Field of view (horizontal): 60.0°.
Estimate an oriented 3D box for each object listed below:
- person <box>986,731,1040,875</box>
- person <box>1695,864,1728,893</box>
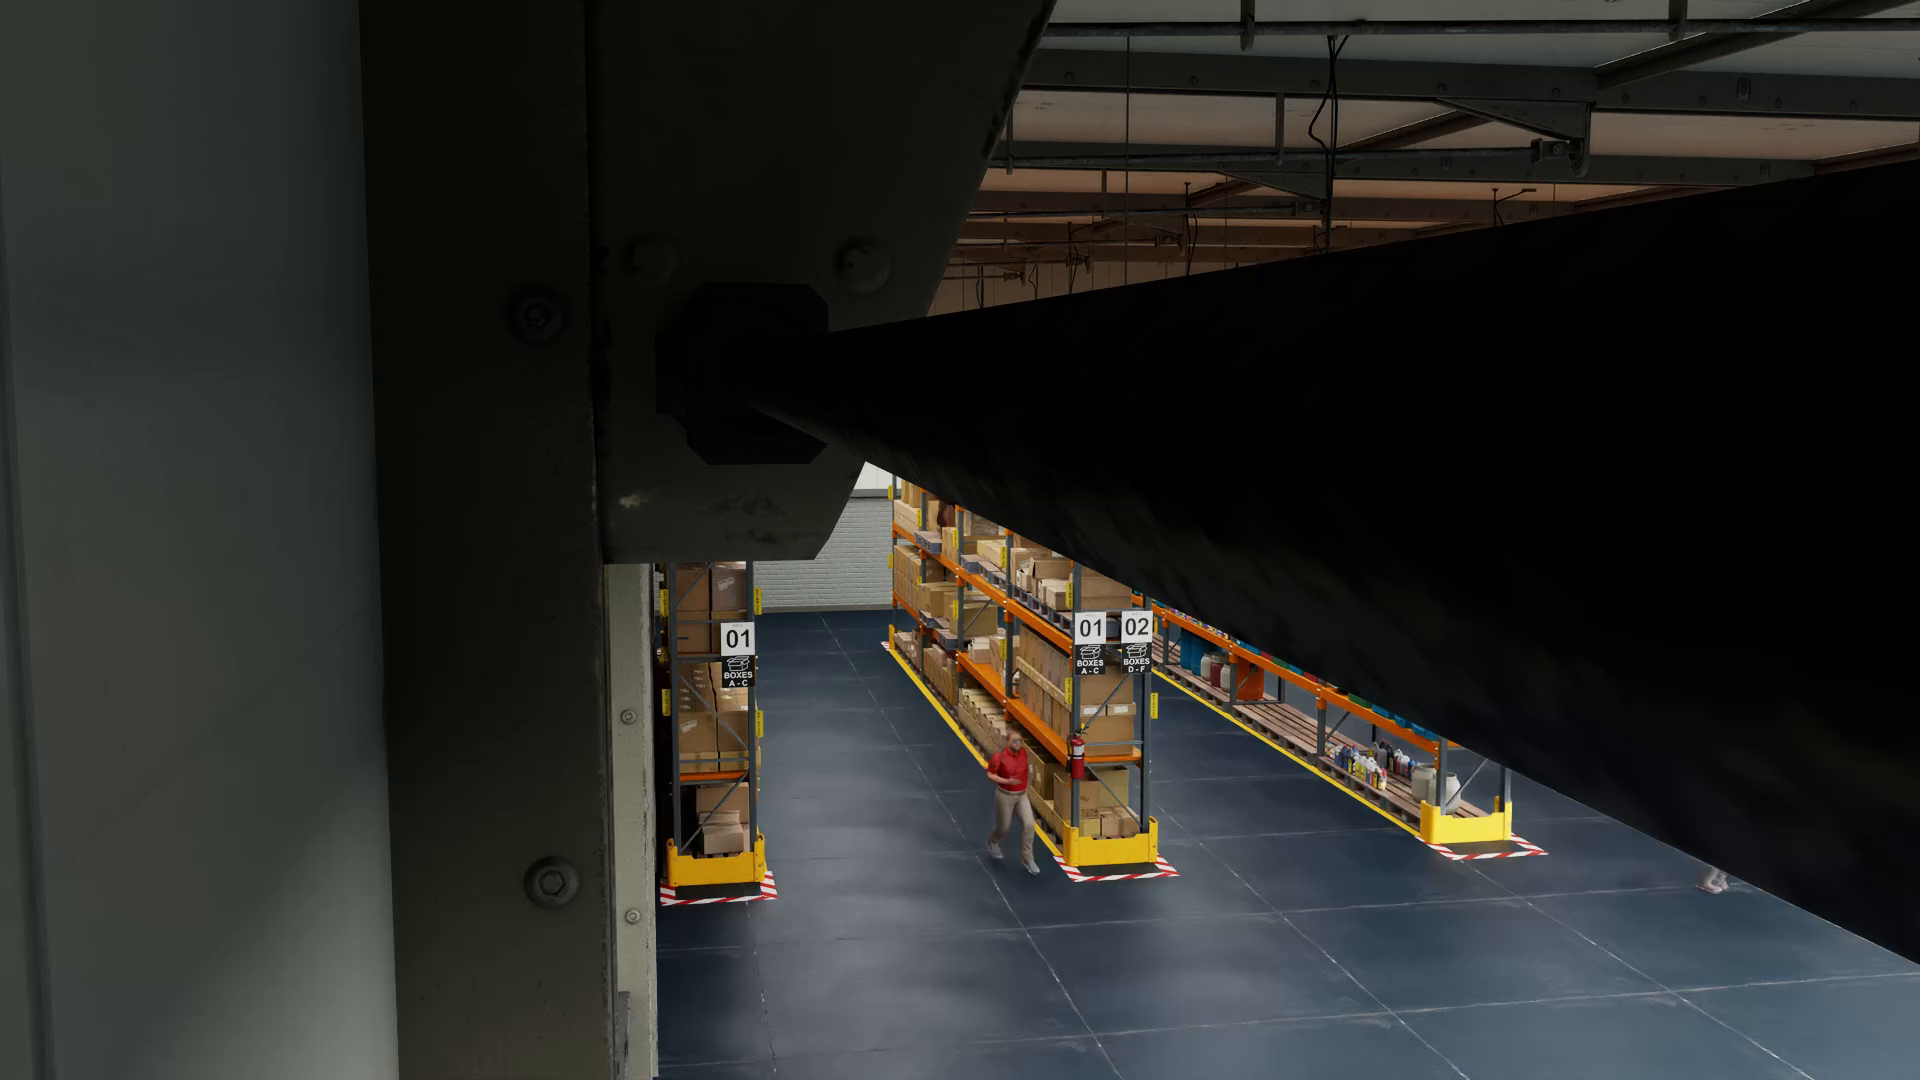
[{"bbox_3d":[0.627,3.240,20.786,0.693,1.756,0.935,-3,7,-29],"label":"person"},{"bbox_3d":[9.116,3.385,19.761,0.618,1.619,0.548,3,7,25],"label":"person"}]
